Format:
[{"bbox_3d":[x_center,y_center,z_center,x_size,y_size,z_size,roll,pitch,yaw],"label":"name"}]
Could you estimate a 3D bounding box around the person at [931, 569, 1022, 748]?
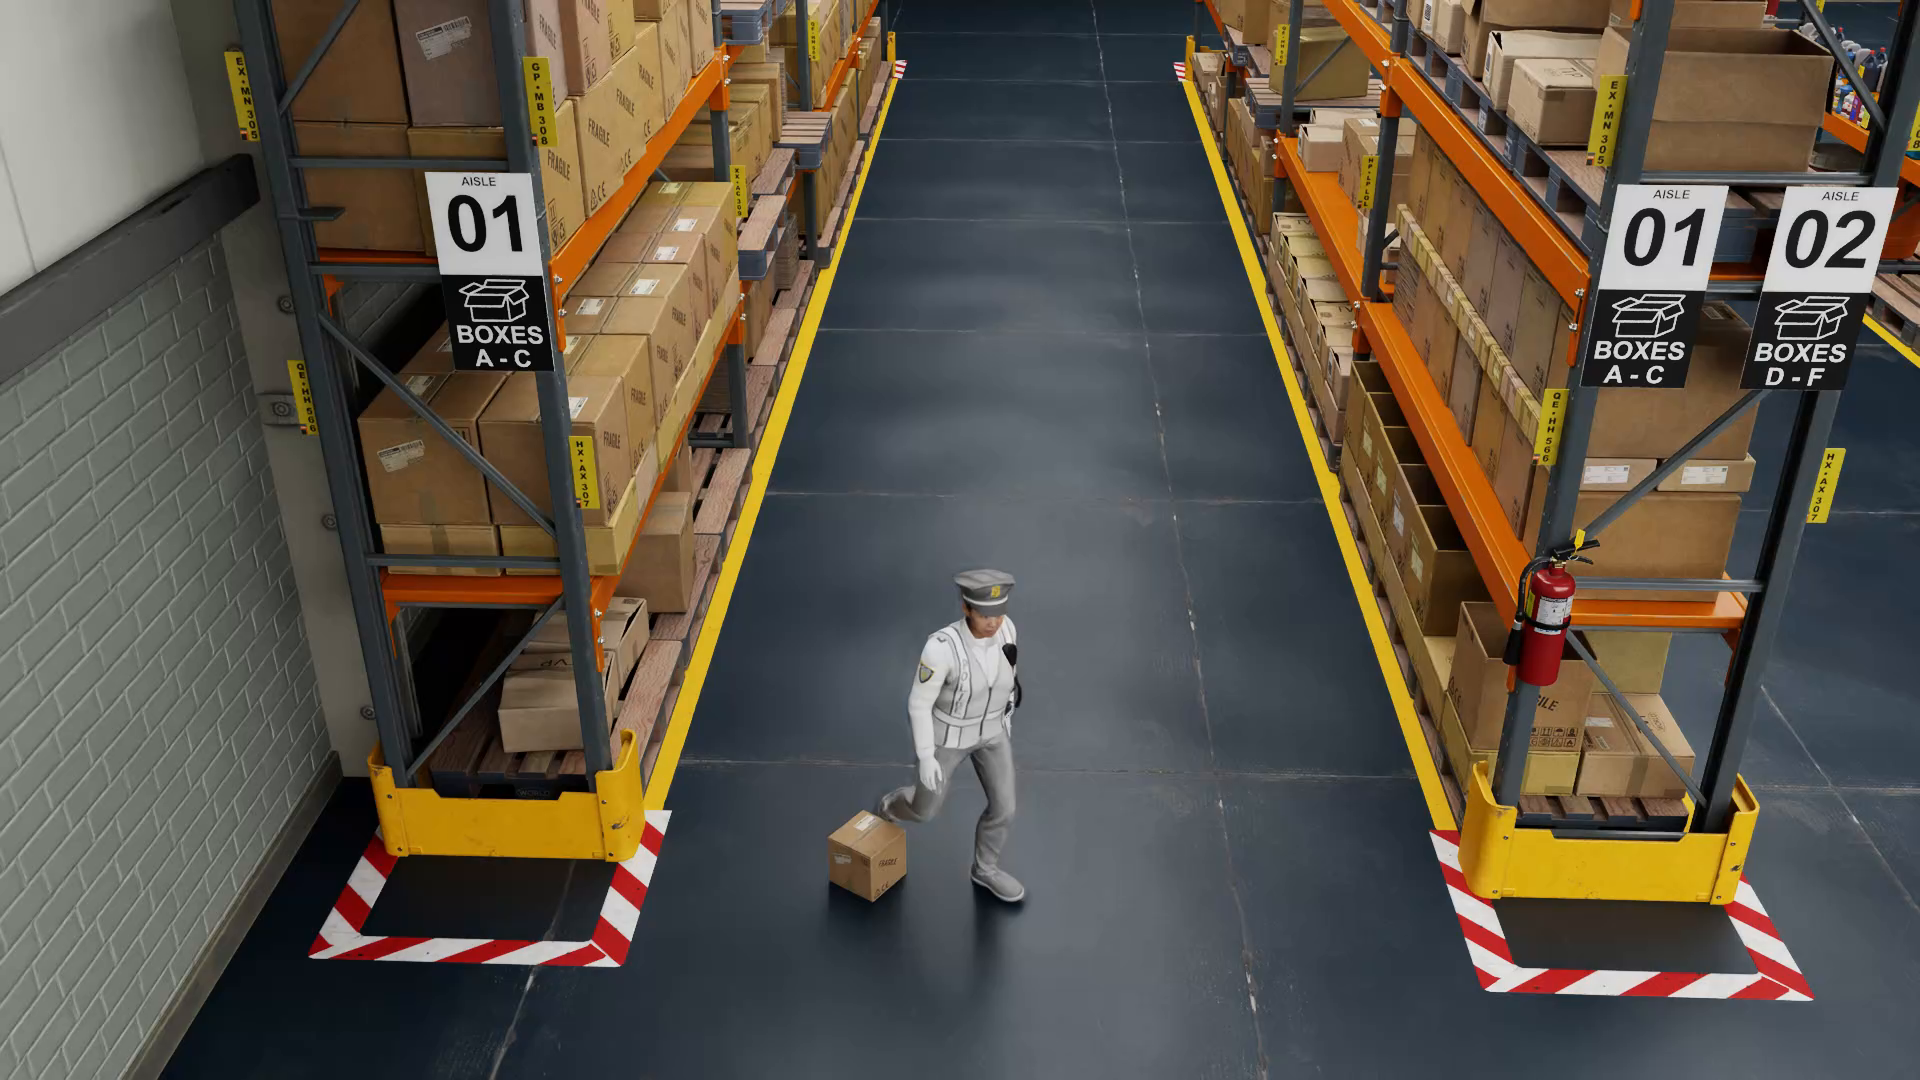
[{"bbox_3d":[0.058,0.461,6.858,0.375,0.794,0.377,-16,32,-27],"label":"person"}]
